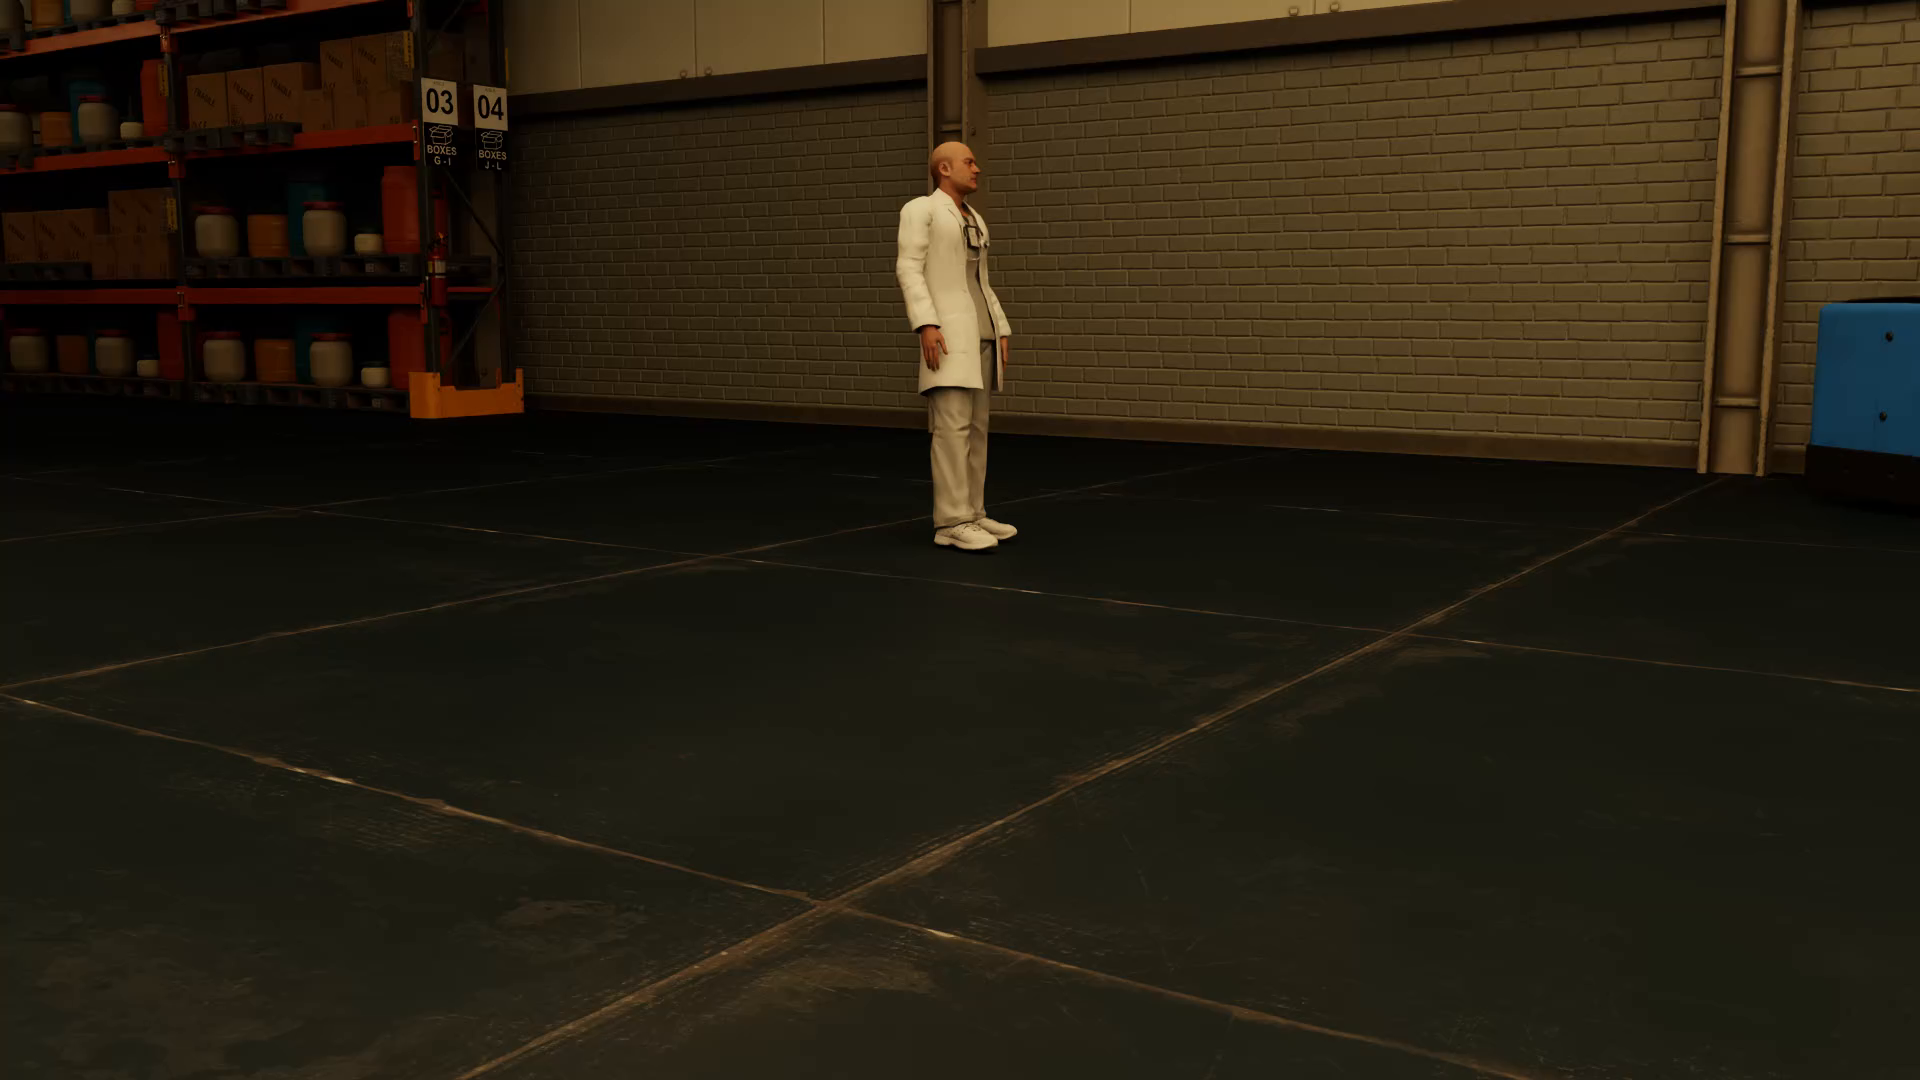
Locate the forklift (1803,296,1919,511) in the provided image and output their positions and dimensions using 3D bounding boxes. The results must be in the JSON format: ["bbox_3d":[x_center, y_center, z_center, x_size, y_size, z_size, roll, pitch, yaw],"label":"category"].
[{"bbox_3d":[6.176,-1.647,8.775,3.031,2.935,1.130,-2,8,-13],"label":"forklift"}]

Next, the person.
[{"bbox_3d":[0.074,-0.880,7.424,0.578,1.778,0.698,5,10,34],"label":"person"}]
